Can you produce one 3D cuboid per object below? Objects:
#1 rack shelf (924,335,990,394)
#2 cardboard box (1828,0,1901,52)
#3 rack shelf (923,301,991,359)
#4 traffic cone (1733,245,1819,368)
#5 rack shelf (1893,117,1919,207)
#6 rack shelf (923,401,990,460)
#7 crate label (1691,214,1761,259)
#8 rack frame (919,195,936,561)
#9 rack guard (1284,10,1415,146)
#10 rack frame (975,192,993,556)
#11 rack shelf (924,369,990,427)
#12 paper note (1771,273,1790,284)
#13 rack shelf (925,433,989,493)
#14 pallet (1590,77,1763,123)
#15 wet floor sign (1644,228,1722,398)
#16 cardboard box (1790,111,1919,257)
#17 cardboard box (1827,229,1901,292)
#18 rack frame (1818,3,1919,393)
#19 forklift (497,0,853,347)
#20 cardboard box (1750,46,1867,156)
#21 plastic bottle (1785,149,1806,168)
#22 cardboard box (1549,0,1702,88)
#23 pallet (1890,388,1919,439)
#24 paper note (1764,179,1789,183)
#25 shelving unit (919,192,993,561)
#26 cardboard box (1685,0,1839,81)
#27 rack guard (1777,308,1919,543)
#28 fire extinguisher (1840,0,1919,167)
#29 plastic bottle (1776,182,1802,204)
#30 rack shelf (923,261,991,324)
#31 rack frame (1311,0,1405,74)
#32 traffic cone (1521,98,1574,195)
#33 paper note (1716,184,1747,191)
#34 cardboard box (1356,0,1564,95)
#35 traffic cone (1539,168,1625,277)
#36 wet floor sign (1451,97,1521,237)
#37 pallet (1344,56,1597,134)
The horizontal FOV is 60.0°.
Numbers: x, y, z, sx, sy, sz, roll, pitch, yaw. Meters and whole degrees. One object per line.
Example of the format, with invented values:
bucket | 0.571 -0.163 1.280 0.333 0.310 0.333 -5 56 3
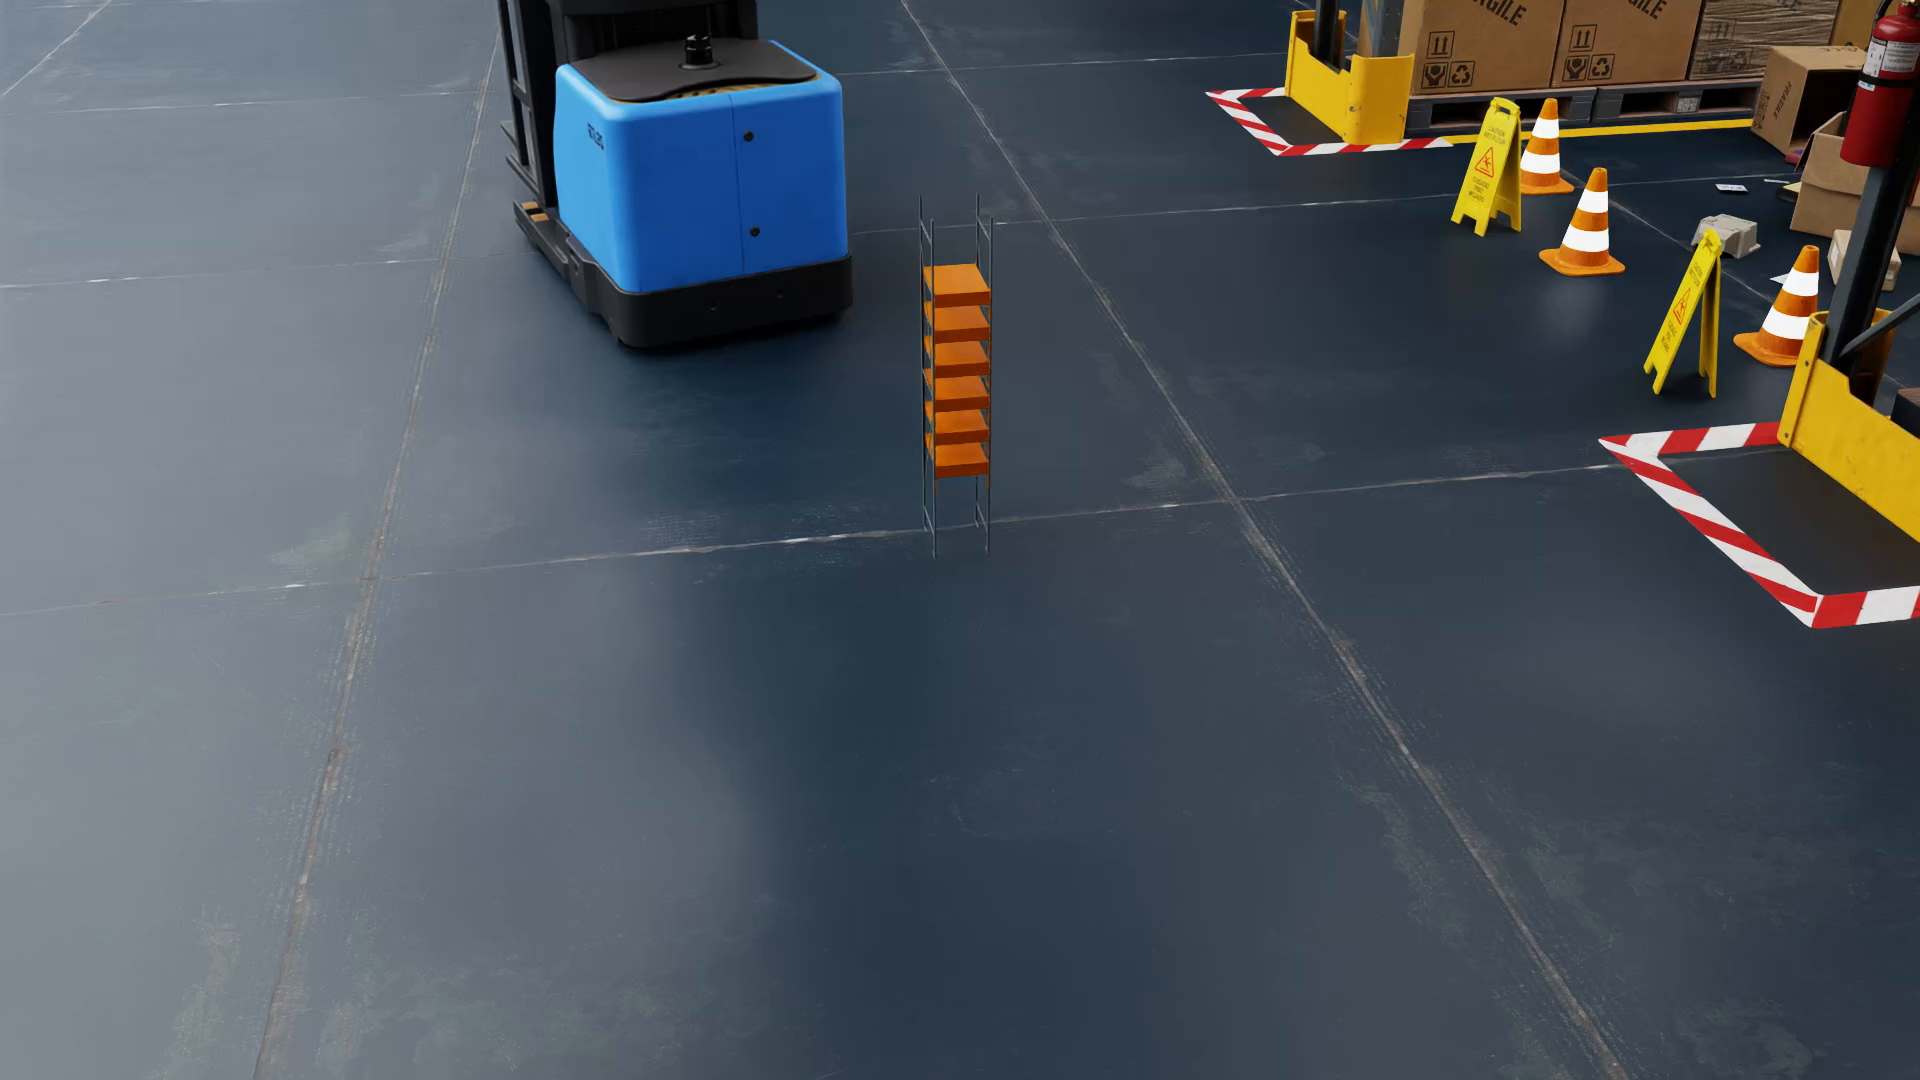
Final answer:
rack shelf | -0.014 -0.581 5.405 0.180 0.103 0.258 -5 31 -9
cardboard box | 5.654 -3.491 10.410 0.875 0.875 0.875 -5 31 -8
rack shelf | -0.014 -0.684 5.344 0.180 0.103 0.258 -5 31 -9
traffic cone | 3.532 -1.013 7.017 0.334 0.463 0.336 -5 31 -9
rack shelf | 5.309 -1.297 5.706 4.000 0.370 1.077 -5 31 -9
rack shelf | -0.014 -0.374 5.527 0.180 0.103 0.258 -5 31 -9
crate label | 3.760 -1.498 8.162 0.298 0.136 0.250 -23 38 -34
rack frame | -0.104 -0.508 5.429 0.006 1.200 0.240 -5 31 -9
rack guard | 2.327 -2.804 10.025 0.348 0.500 1.175 -5 31 -9
rack frame | 0.076 -0.524 5.458 0.006 1.200 0.240 -5 31 -9
rack shelf | -0.014 -0.478 5.466 0.180 0.103 0.258 -5 31 -9
paper note | 3.913 -1.223 7.800 0.142 0.019 0.148 -17 34 -26
rack shelf | -0.014 -0.271 5.588 0.180 0.103 0.258 -5 31 -9
pallet | 4.320 -2.903 10.479 1.213 0.211 1.003 -5 31 -9
wet floor sign | 2.962 -0.926 6.688 0.232 0.644 0.267 5 31 8
cardboard box | 4.613 -1.771 8.265 0.797 0.503 0.637 23 37 33
cardboard box | 4.266 -1.322 7.852 0.250 0.149 0.380 10 32 17
rack frame | 3.341 -1.424 5.213 0.127 3.000 1.000 -5 31 -9
forklift | -1.584 -2.796 7.614 1.130 2.935 3.031 -14 33 -23
cardboard box | 4.943 -2.519 9.538 0.500 0.500 0.500 0 30 0
plastic bottle | 4.770 -2.108 9.274 0.133 0.061 0.283 -17 34 -26
cardboard box | 3.871 -3.325 10.127 0.875 0.875 0.875 -6 31 -10
pallet | 4.222 -0.286 6.028 1.213 0.211 1.003 -5 31 -9
paper note | 4.453 -1.955 9.065 0.123 0.001 0.032 10 32 17
shelving unit | -0.014 -0.516 5.444 0.189 1.200 0.258 -5 31 -9
cardboard box | 4.768 -3.407 10.266 0.875 0.875 0.875 -5 31 -9
rack guard | 3.416 -0.354 5.859 0.348 0.500 1.175 -5 31 -9
fire extinguisher | 3.146 -1.610 5.606 0.183 0.674 0.296 -5 31 -9
plastic bottle | 4.490 -1.856 8.846 0.283 0.061 0.133 -17 34 -26
rack shelf | -0.014 -0.788 5.284 0.180 0.103 0.258 -5 31 -9
rack frame | 2.350 -3.883 9.395 0.127 3.000 1.000 -5 31 -9
traffic cone | 3.128 -2.130 8.916 0.334 0.463 0.336 -5 31 -9
paper note | 4.158 -1.896 8.945 0.142 0.017 0.144 5 31 8
cardboard box | 3.005 -3.243 9.988 0.875 0.875 0.875 -5 31 -9
traffic cone | 2.998 -1.536 7.905 0.334 0.463 0.336 -5 31 -9
wet floor sign | 2.678 -1.879 8.308 0.232 0.644 0.267 -11 32 -17
pallet | 3.123 -2.793 10.292 1.213 0.211 1.003 -5 31 -9
